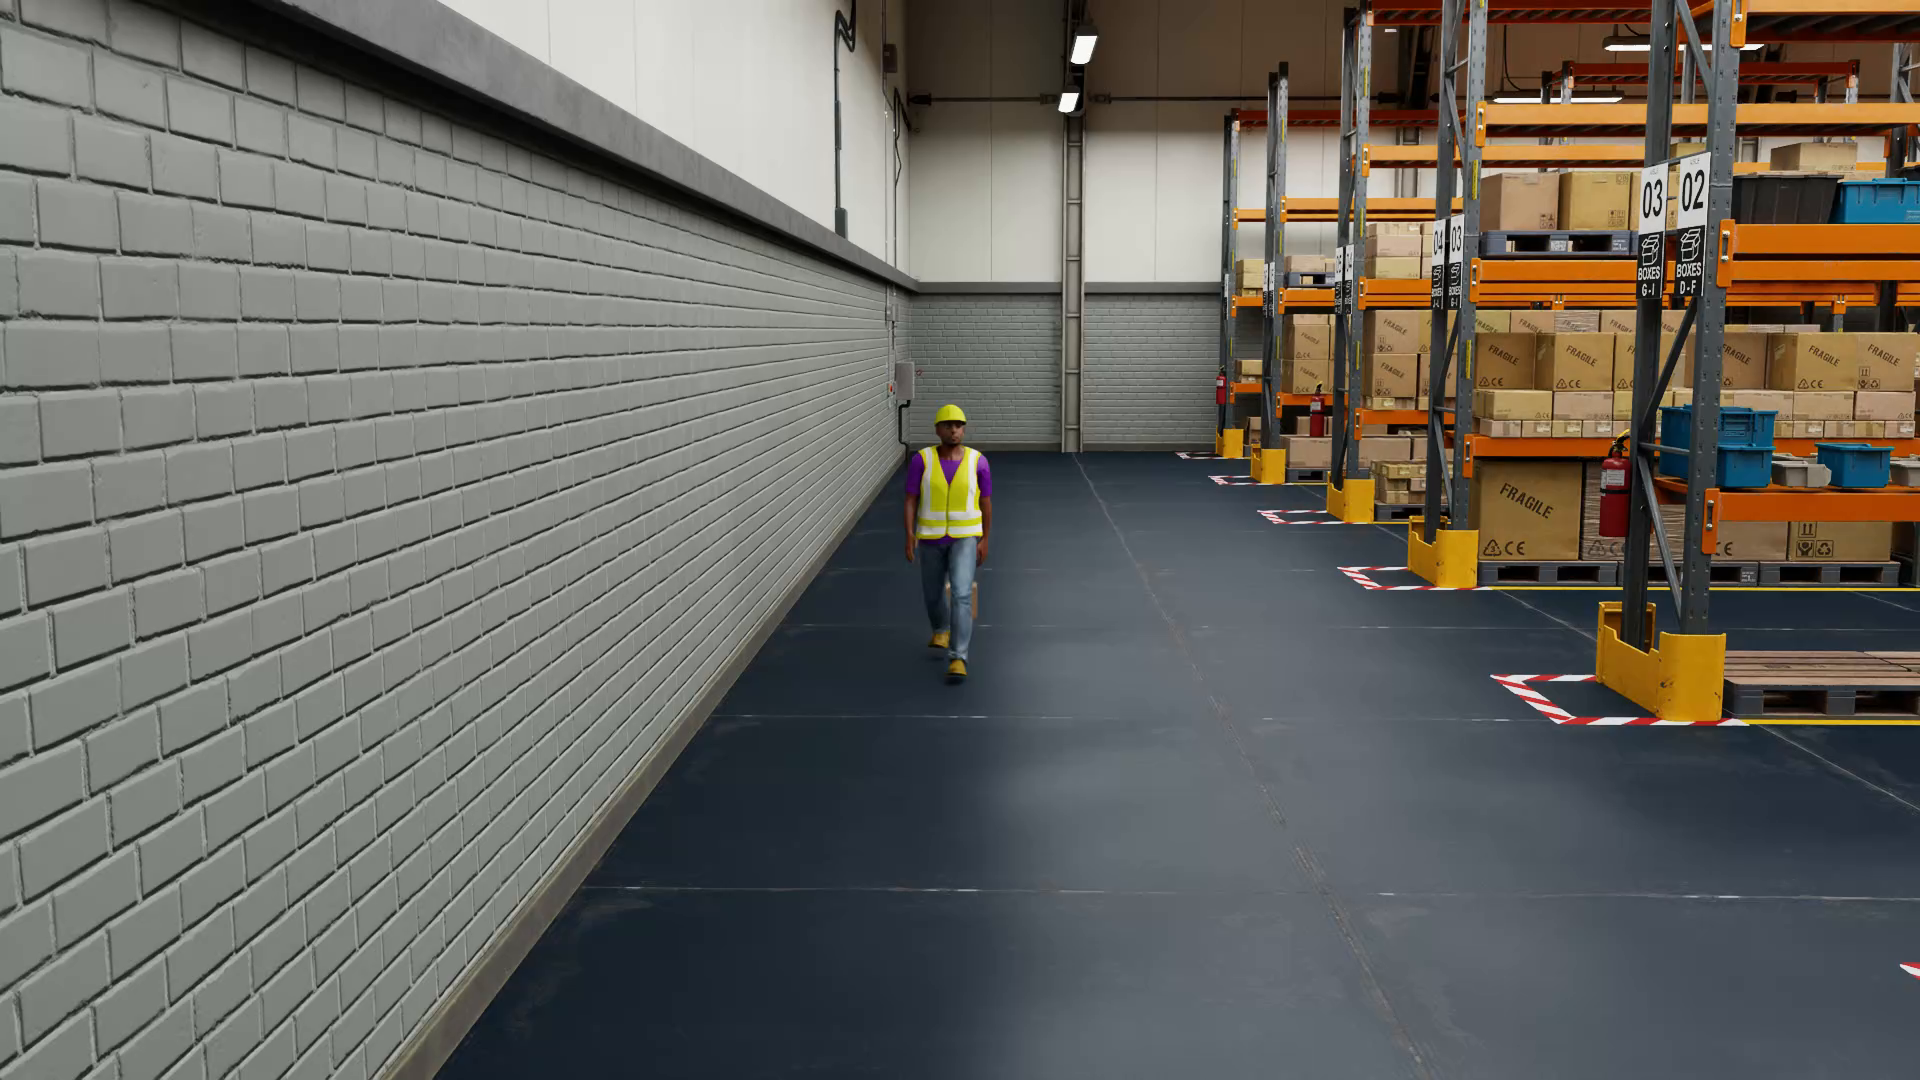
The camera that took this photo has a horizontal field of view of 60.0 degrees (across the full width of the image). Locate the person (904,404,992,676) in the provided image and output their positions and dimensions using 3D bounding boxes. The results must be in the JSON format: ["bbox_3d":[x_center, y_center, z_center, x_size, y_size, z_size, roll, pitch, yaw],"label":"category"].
[{"bbox_3d":[-0.080,-0.019,10.826,0.564,1.725,1.037,1,7,4],"label":"person"}]
